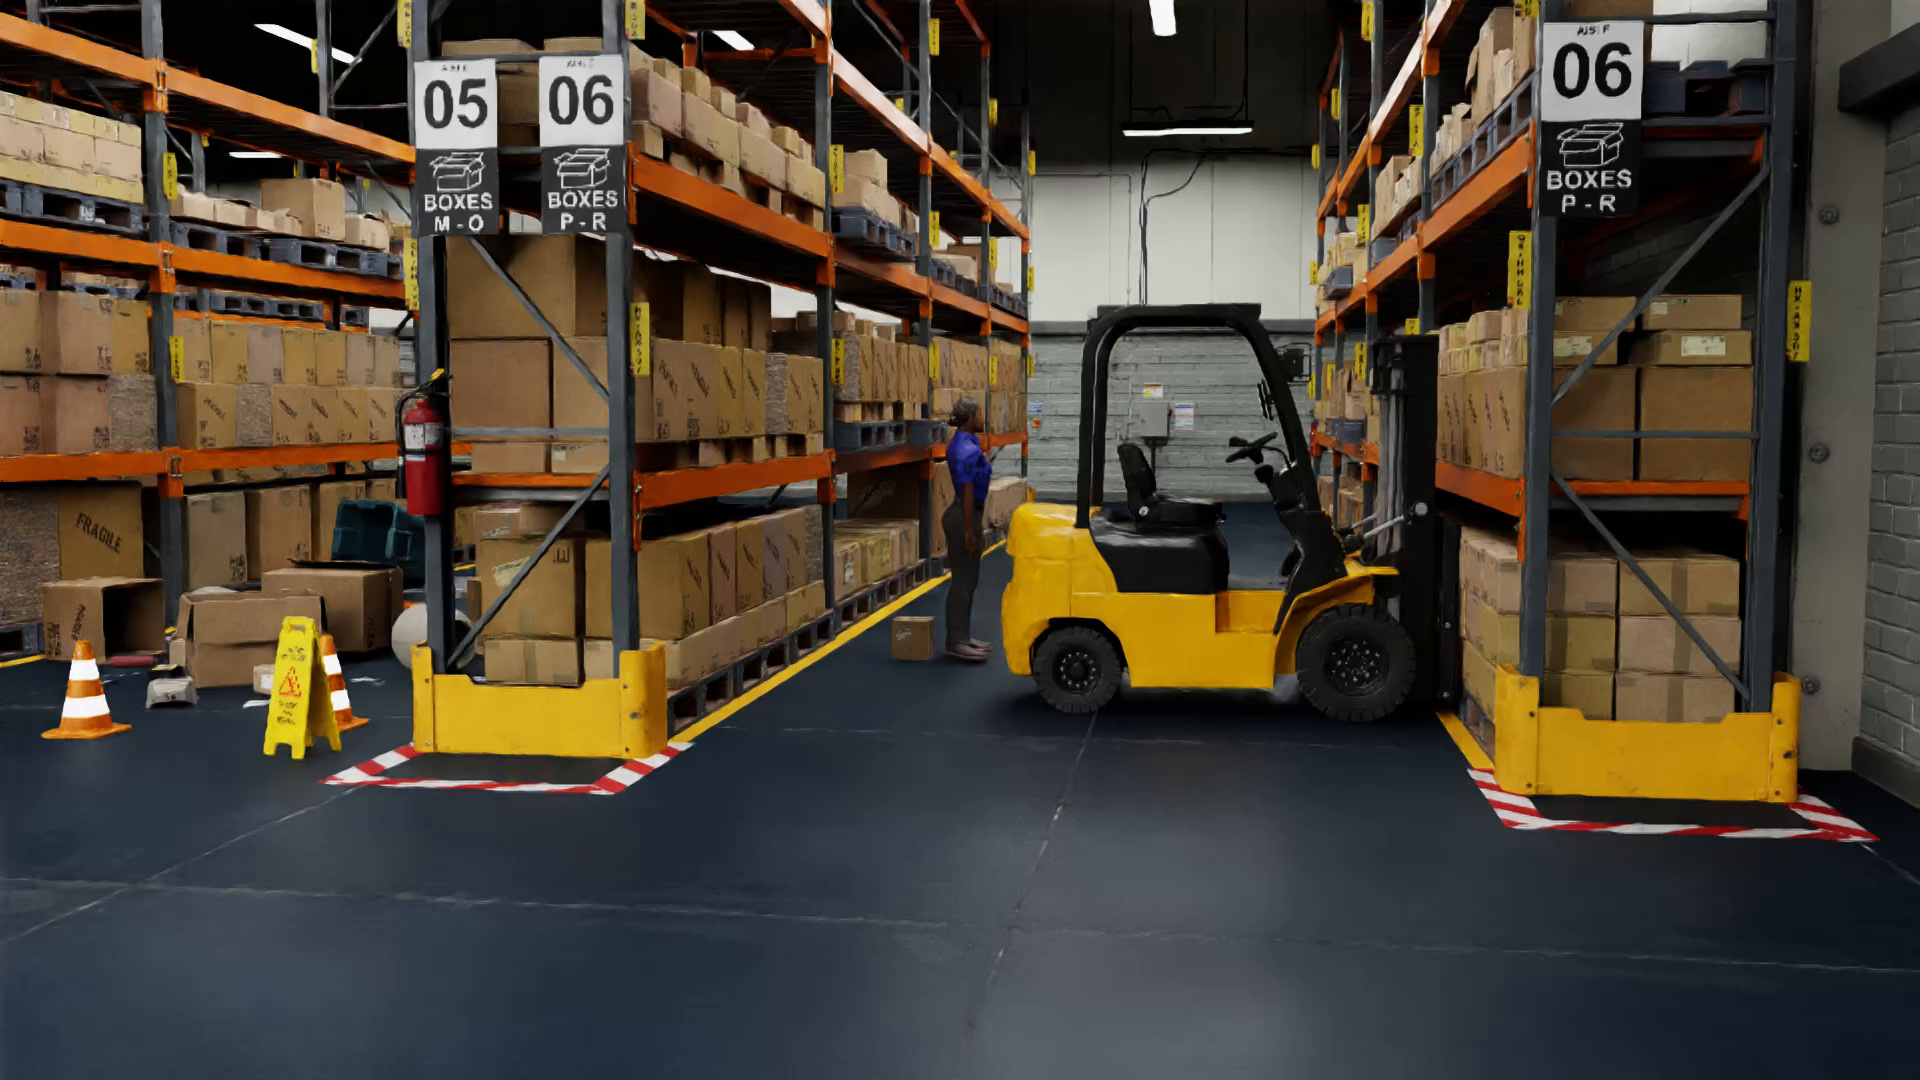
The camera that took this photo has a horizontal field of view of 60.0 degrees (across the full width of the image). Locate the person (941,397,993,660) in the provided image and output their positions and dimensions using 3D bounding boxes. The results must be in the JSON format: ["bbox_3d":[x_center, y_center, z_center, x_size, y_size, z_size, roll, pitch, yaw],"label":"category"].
[{"bbox_3d":[0.056,-0.083,10.697,0.345,1.668,0.558,-1,5,-7],"label":"person"}]
